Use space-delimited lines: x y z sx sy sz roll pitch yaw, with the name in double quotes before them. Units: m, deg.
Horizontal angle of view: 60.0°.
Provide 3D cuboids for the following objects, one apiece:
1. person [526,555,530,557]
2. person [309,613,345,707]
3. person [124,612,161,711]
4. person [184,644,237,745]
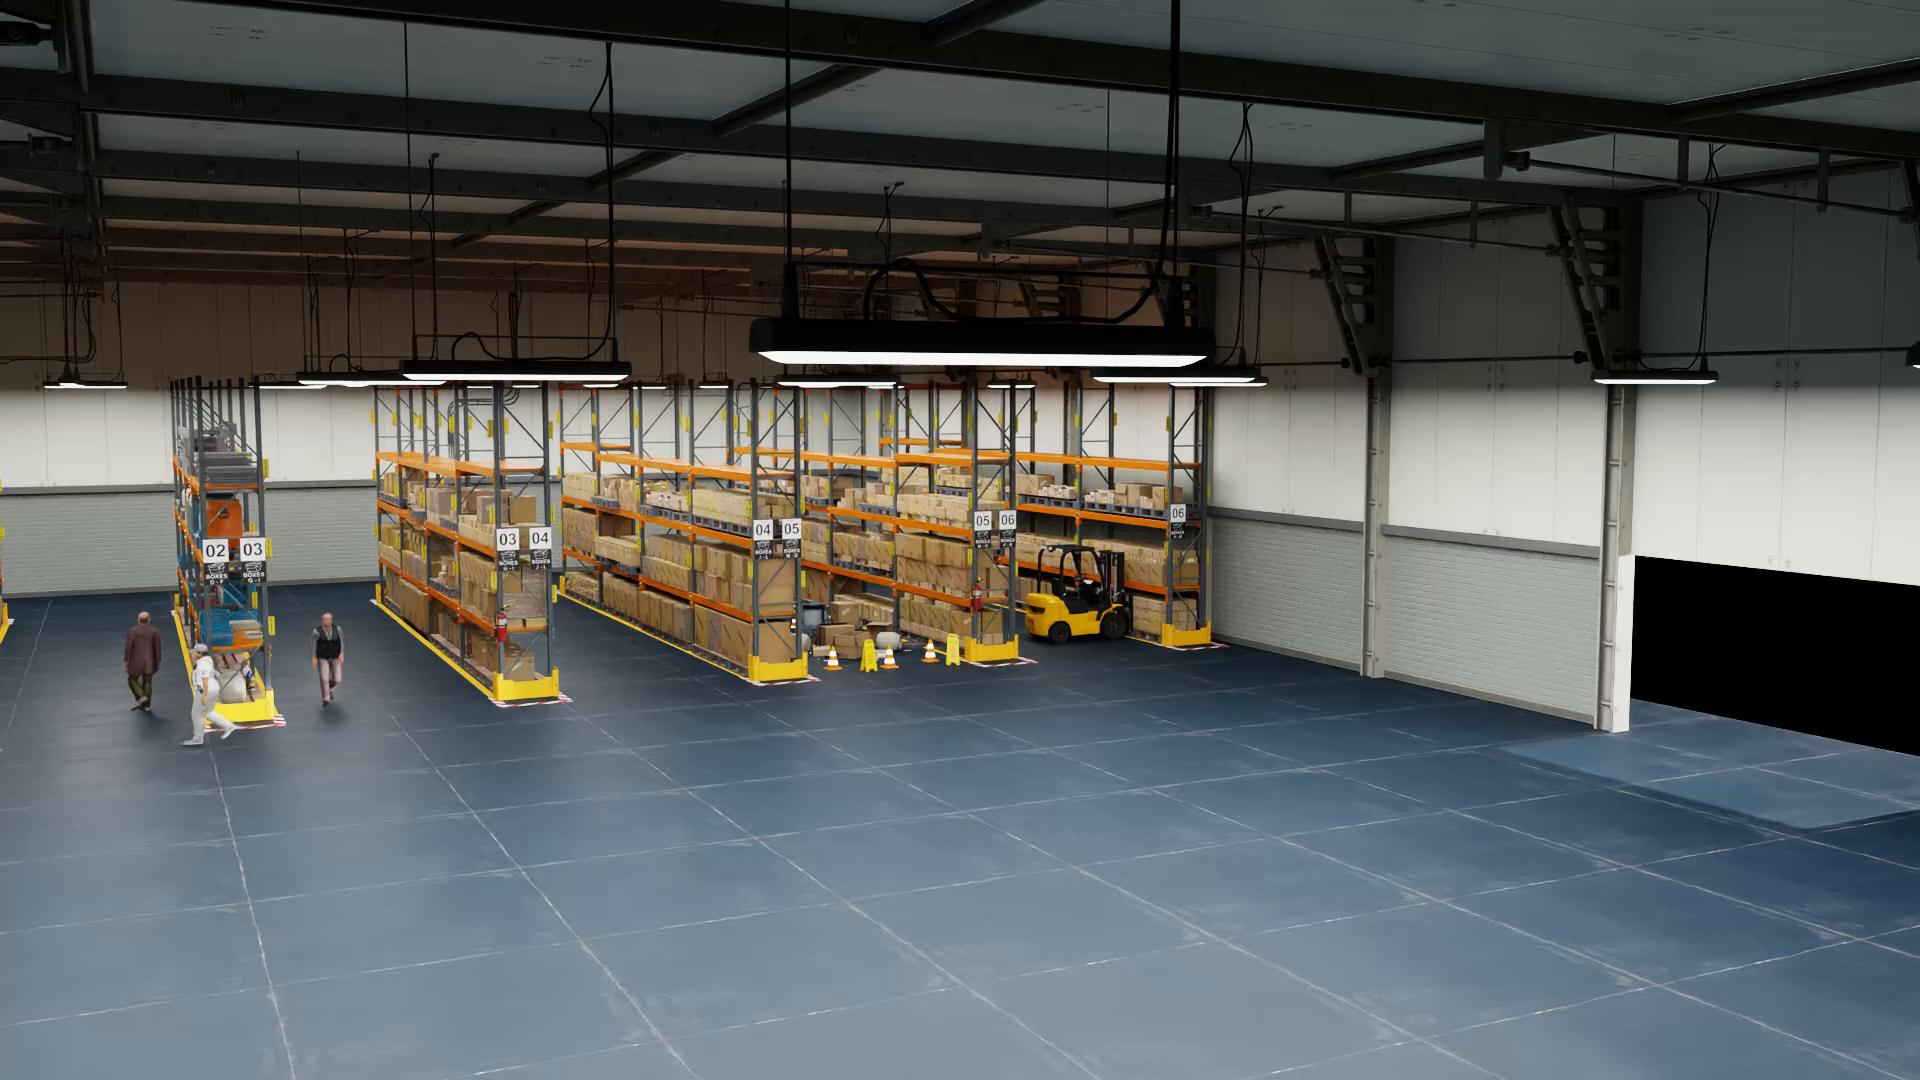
"person" -12.940 0.426 50.298 0.435 1.611 1.049 -1 5 -8
"person" -11.606 2.175 30.479 0.624 1.702 0.638 -3 6 -34
"person" -14.607 2.183 29.762 0.615 1.774 0.574 -4 7 -39
"person" -12.251 2.494 27.120 0.762 1.637 0.544 -1 5 -11
